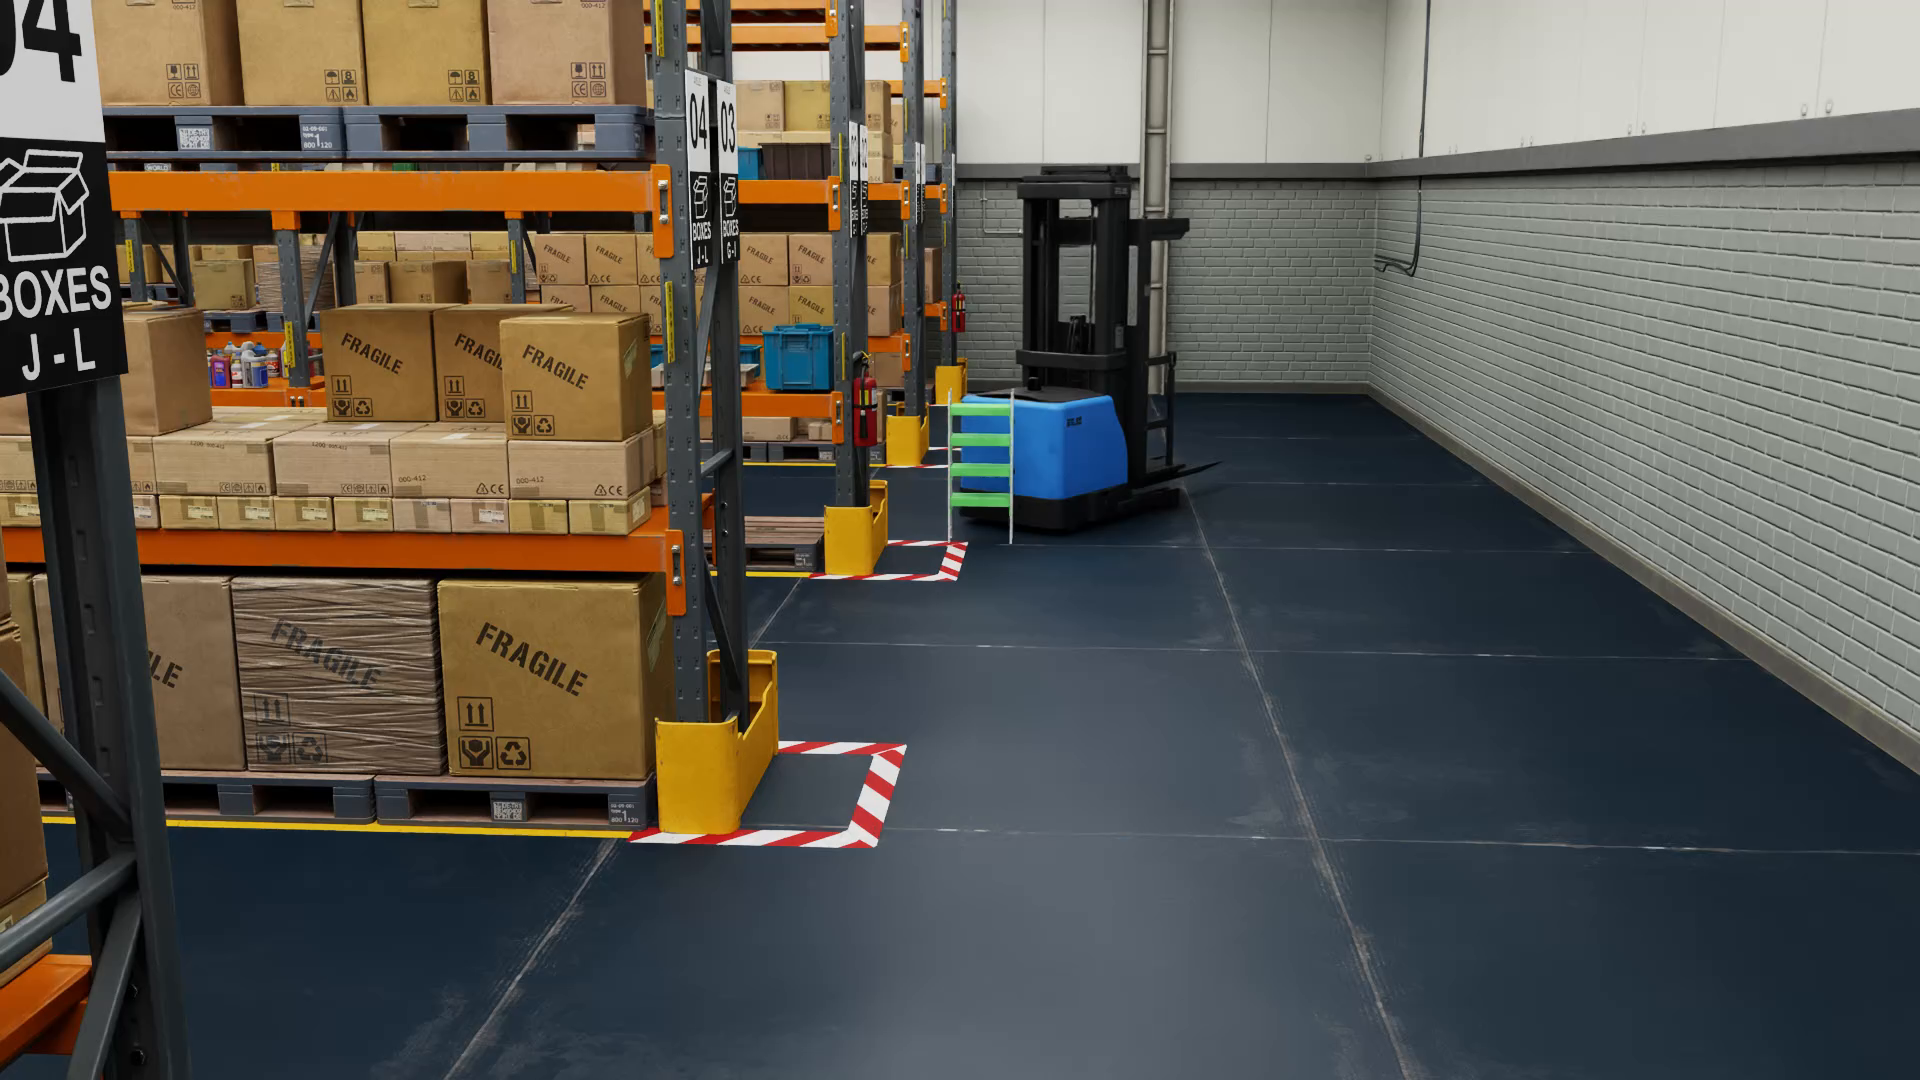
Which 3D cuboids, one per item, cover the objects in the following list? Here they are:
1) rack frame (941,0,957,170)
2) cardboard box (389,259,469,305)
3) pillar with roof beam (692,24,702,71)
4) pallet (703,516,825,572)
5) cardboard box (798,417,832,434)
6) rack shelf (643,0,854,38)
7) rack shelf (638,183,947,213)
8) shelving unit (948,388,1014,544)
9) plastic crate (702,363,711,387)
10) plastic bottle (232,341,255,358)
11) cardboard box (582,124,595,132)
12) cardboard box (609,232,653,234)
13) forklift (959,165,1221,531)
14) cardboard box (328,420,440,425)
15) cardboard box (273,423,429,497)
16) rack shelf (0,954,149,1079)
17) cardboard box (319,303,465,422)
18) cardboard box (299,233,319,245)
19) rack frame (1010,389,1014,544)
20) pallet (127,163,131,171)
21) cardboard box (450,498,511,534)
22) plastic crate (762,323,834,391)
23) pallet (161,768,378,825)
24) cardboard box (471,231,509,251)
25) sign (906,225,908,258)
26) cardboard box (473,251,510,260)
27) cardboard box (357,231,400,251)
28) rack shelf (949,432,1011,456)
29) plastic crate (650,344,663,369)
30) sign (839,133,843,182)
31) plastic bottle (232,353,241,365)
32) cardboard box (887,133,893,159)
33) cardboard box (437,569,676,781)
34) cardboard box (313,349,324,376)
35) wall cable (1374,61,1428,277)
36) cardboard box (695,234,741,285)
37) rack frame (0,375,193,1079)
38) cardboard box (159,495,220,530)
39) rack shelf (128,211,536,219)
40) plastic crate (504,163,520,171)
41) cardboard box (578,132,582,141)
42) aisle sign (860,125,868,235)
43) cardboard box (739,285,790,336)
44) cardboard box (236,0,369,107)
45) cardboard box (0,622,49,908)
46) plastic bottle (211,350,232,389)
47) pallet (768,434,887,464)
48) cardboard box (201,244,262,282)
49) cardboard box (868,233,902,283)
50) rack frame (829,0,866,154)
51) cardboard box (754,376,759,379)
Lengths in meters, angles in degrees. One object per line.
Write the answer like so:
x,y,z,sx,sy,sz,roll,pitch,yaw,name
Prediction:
-0.137,-6.288,21.351,0.127,3.000,1.000,1,12,4,rack frame
-5.604,-2.698,17.568,0.500,0.500,0.700,3,12,13,cardboard box
-3.660,-5.631,18.207,0.400,9.000,9.100,1,12,4,pillar with roof beam
-1.620,0.018,12.667,1.213,0.211,1.003,1,12,4,pallet
-1.487,-1.281,17.709,0.500,0.250,0.500,1,12,4,cardboard box
-2.795,-3.744,11.921,4.000,0.370,1.077,1,12,4,rack shelf
-2.133,-4.495,21.863,4.000,0.370,1.077,1,12,4,rack shelf
0.165,-0.585,13.134,0.503,1.200,0.258,1,12,4,shelving unit
-1.913,-1.209,12.220,0.243,0.136,0.396,1,12,4,plastic crate
-5.592,-1.411,12.991,0.135,0.276,0.152,1,12,4,plastic bottle
-3.479,-4.366,16.803,0.500,0.500,0.700,1,12,4,cardboard box
-3.423,-2.972,17.465,0.500,0.500,0.500,1,12,3,cardboard box
1.286,-1.754,14.492,1.130,2.935,3.031,9,15,36,forklift
-2.611,-0.463,7.797,0.500,0.250,0.500,0,12,2,cardboard box
-2.646,-0.355,7.277,0.500,0.250,0.500,0,12,2,cardboard box
-3.558,1.021,2.820,4.000,0.370,1.077,1,12,4,rack shelf
-2.607,-0.830,7.717,0.500,0.500,0.500,0,12,2,cardboard box
-8.788,-4.043,22.367,0.250,0.149,0.380,-1,12,-6,cardboard box
0.409,-0.582,13.118,0.015,1.200,0.240,1,12,4,rack frame
-6.711,-2.764,12.291,1.213,0.211,1.003,1,12,4,pallet
-2.019,-0.138,7.213,0.250,0.149,0.380,1,12,4,cardboard box
-1.146,-1.341,12.120,0.499,0.435,0.616,1,12,4,plastic crate
-3.147,1.037,7.797,1.213,0.211,1.003,1,12,4,pallet
-6.139,-3.955,21.997,0.500,0.250,0.500,1,12,3,cardboard box
-0.522,-2.948,16.436,0.005,0.325,0.100,1,12,4,sign
-6.115,-3.585,22.061,0.500,0.500,0.500,1,12,5,cardboard box
-7.655,-3.973,22.086,0.500,0.250,0.500,1,12,5,cardboard box
0.165,-0.757,13.098,0.480,0.148,0.258,1,12,4,rack shelf
-2.337,-1.364,12.725,0.300,0.233,0.416,1,12,4,plastic crate
-0.820,-2.632,11.455,0.005,0.325,0.100,1,12,4,sign
-5.582,-1.349,12.875,0.097,0.201,0.097,0,12,0,plastic bottle
-0.960,-4.039,17.072,0.500,0.250,0.500,1,12,4,cardboard box
-1.774,0.526,7.591,0.875,0.875,0.875,1,12,4,cardboard box
-8.841,-2.452,22.696,0.500,0.500,0.700,1,12,5,cardboard box
5.482,-4.618,20.950,0.112,2.526,3.097,1,12,4,wall cable
-2.461,-2.848,16.870,0.500,0.500,0.500,1,12,6,cardboard box
-1.563,0.696,2.615,0.127,3.000,1.000,1,12,4,rack frame
-3.293,-0.155,7.295,0.250,0.149,0.380,0,12,2,cardboard box
-6.451,-3.538,17.286,4.000,0.370,1.077,1,12,4,rack shelf
-3.496,-2.782,12.560,0.466,0.136,0.293,1,12,4,plastic crate
-3.987,-3.977,16.771,0.500,0.250,0.500,1,12,4,cardboard box
-0.708,-2.660,12.309,0.004,0.787,0.394,1,12,4,aisle sign
-1.945,-2.354,16.949,0.500,0.500,0.500,1,12,4,cardboard box
-2.725,-2.113,7.205,0.500,0.500,0.700,0,12,0,cardboard box
-1.992,0.439,2.874,0.500,0.500,0.500,1,12,6,cardboard box
-5.439,-1.259,12.244,0.133,0.283,0.061,1,12,4,plastic bottle
-1.336,-0.986,17.469,1.213,0.211,1.003,1,12,4,pallet
-9.834,-3.742,22.514,0.500,0.500,0.700,1,12,4,cardboard box
-0.890,-2.938,17.301,0.500,0.500,0.500,1,12,5,cardboard box
-0.799,-4.264,11.676,0.127,3.000,1.000,1,12,4,rack frame
-2.888,-2.350,22.255,0.500,0.500,0.700,1,12,3,cardboard box
